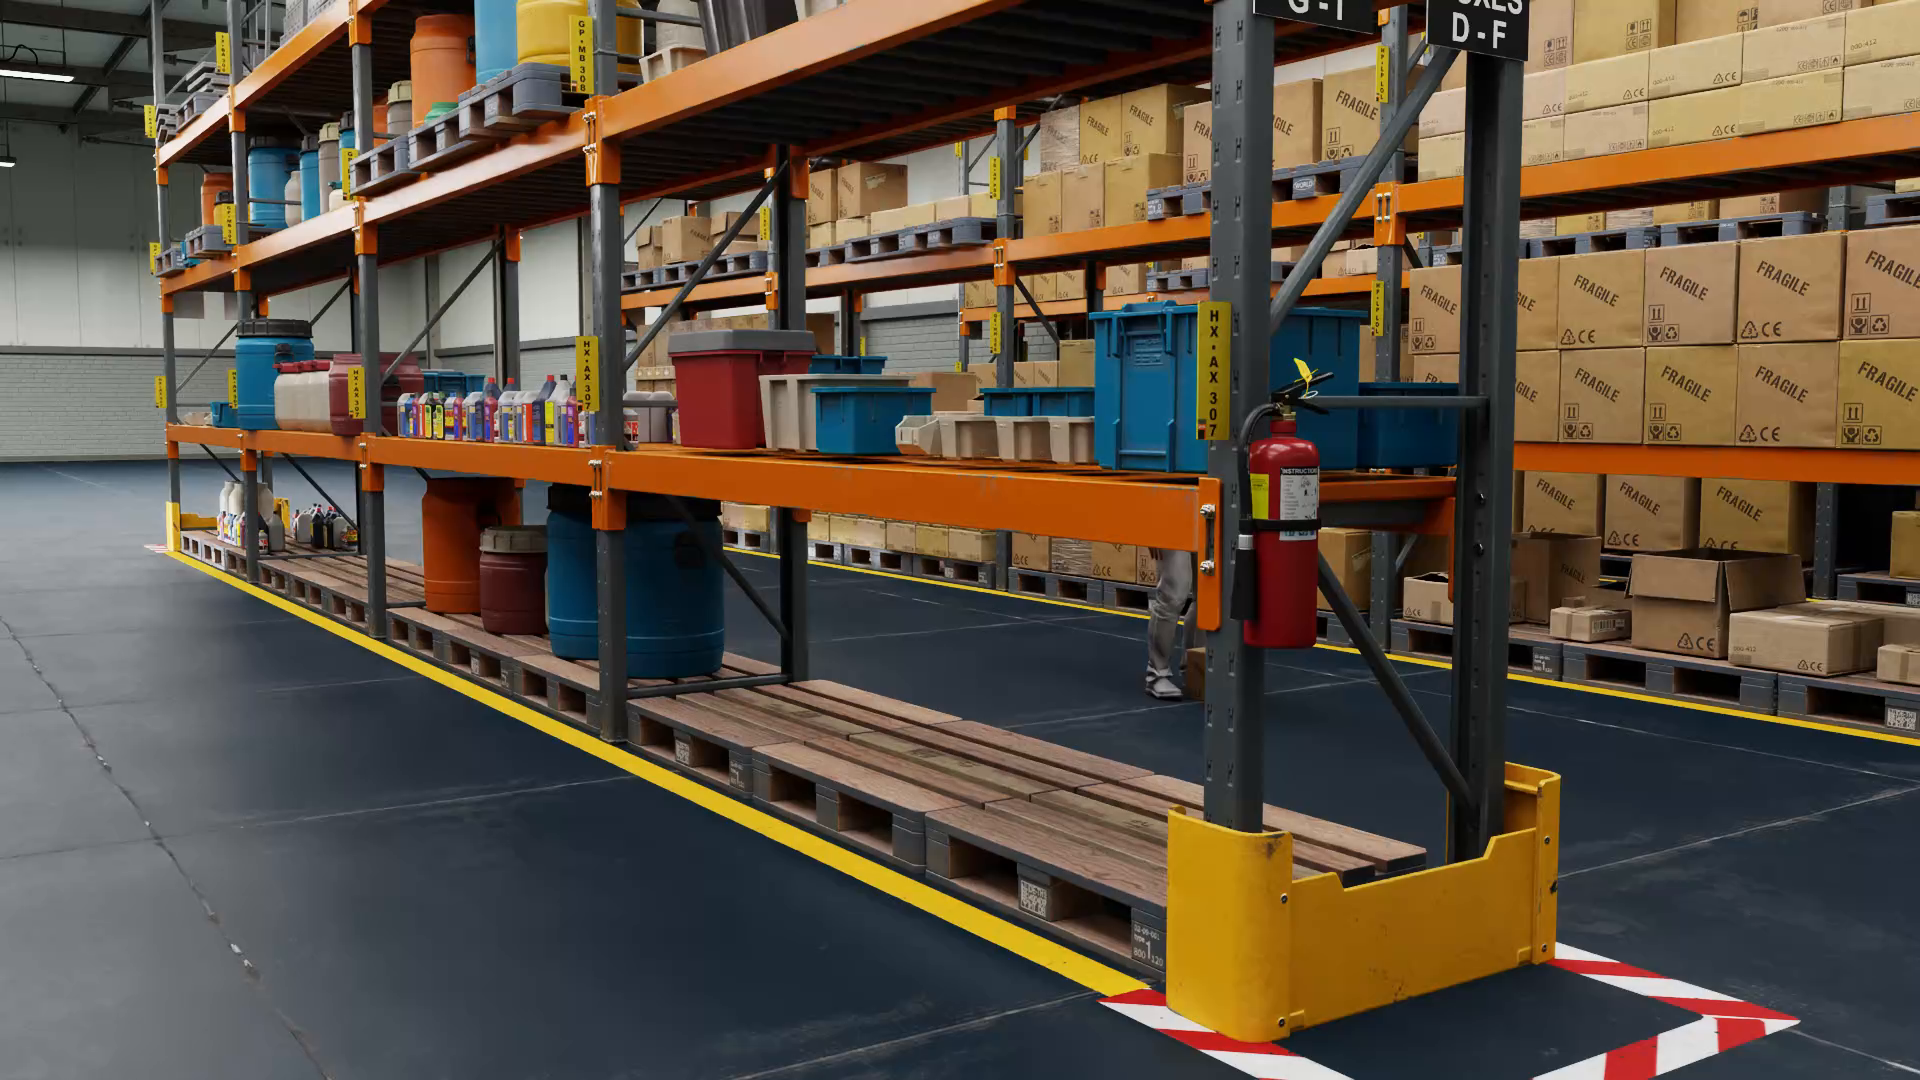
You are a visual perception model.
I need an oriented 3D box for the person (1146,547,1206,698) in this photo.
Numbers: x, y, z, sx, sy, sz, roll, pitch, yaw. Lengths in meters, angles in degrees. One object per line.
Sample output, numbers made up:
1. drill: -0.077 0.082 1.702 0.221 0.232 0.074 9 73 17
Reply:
1. person: 1.206 -0.074 8.664 0.629 1.755 0.460 -3 6 -37
